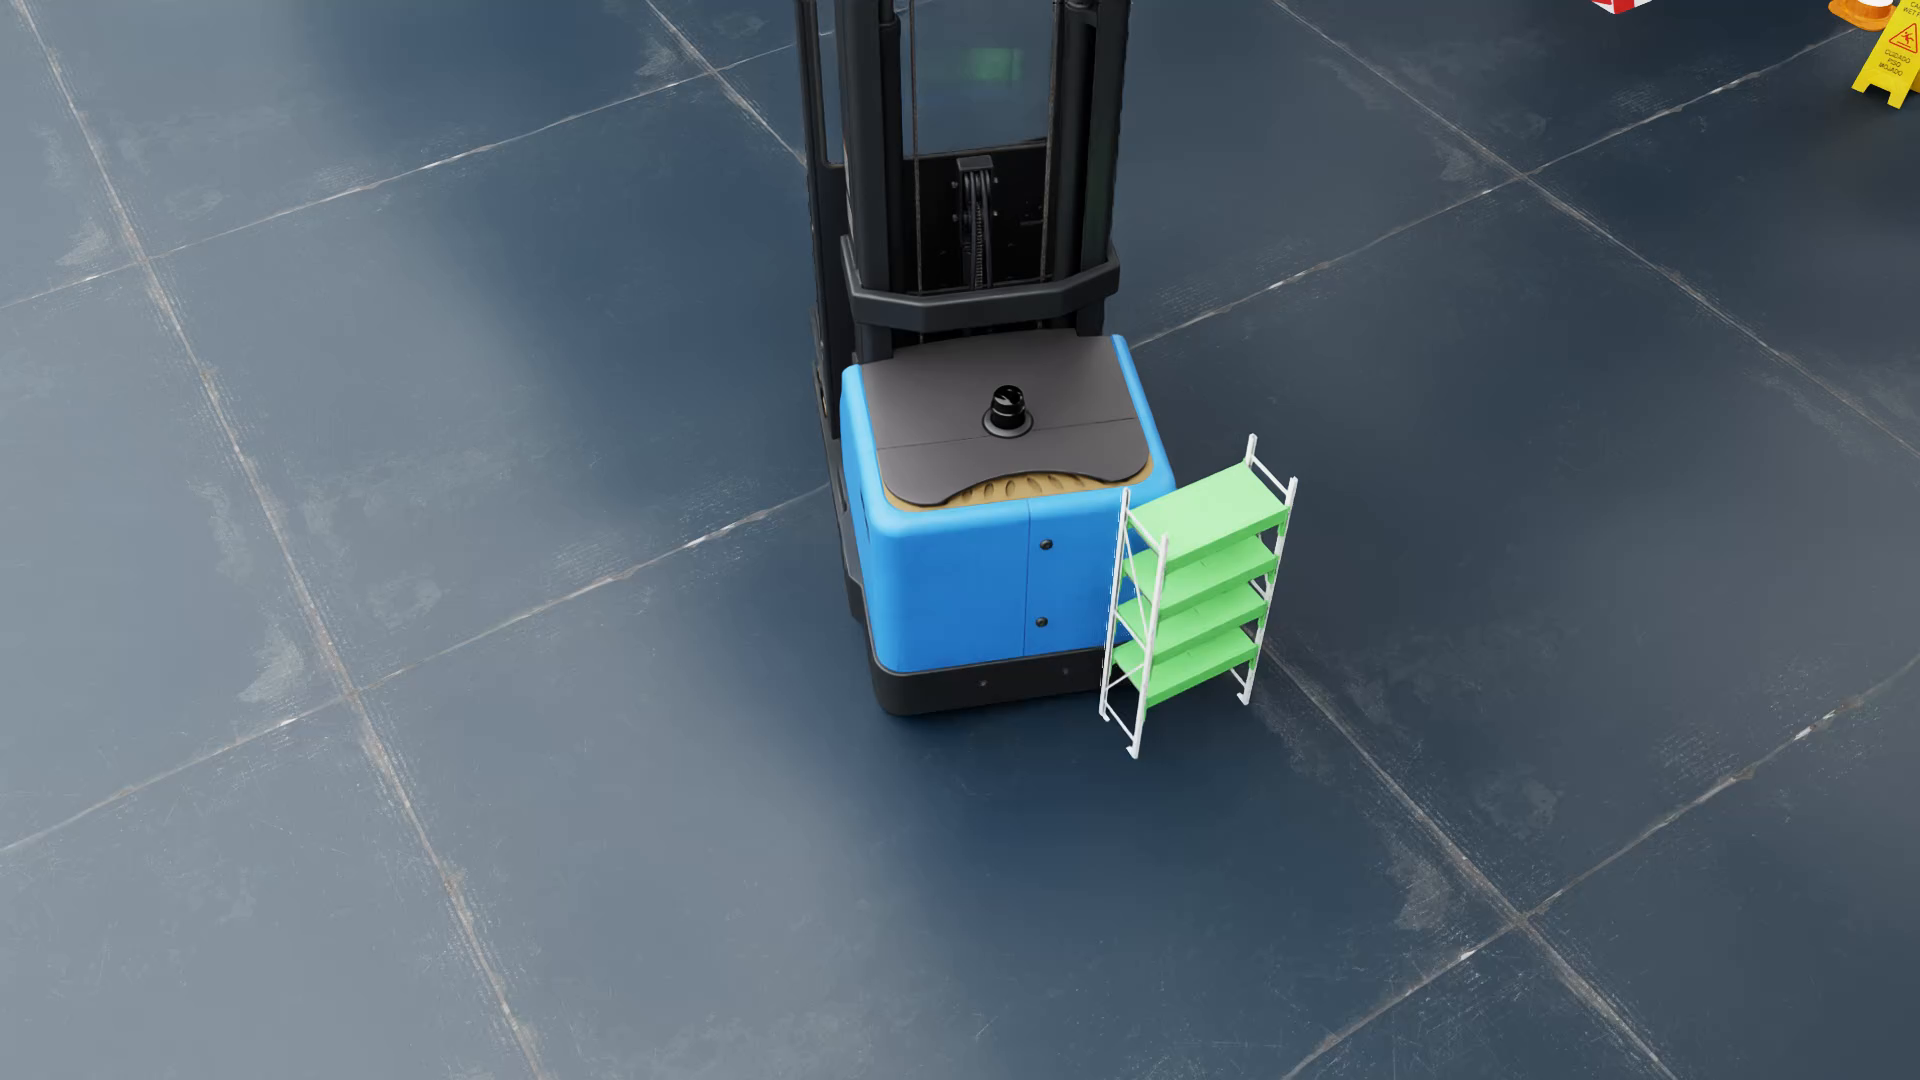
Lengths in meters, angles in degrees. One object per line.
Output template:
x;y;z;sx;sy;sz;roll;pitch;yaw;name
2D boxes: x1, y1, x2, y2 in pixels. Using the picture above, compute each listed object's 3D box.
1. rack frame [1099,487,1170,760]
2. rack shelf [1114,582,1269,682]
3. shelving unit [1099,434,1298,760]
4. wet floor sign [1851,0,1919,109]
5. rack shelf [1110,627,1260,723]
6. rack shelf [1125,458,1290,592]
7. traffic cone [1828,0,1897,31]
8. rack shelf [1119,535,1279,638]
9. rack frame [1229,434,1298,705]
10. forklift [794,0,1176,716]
0.578;0.312;5.613;0.015;1.200;0.240;-23;52;-19;rack frame
0.790;0.265;5.740;0.480;0.148;0.258;-23;52;-19;rack shelf
0.790;0.223;5.693;0.503;1.200;0.258;-23;52;-19;shelving unit
4.910;-2.600;8.578;0.232;0.644;0.267;-34;57;-27;wet floor sign
0.790;0.425;5.920;0.480;0.148;0.258;-23;52;-19;rack shelf
0.791;-0.053;5.381;0.480;0.148;0.258;-23;52;-19;rack shelf
5.085;-3.116;9.160;0.334;0.463;0.336;-25;53;-21;traffic cone
0.790;0.106;5.561;0.480;0.148;0.258;-23;52;-19;rack shelf
1.003;0.134;5.772;0.015;1.200;0.240;-23;52;-19;rack frame
-0.031;-1.458;6.031;1.130;2.935;3.031;-7;49;-7;forklift
